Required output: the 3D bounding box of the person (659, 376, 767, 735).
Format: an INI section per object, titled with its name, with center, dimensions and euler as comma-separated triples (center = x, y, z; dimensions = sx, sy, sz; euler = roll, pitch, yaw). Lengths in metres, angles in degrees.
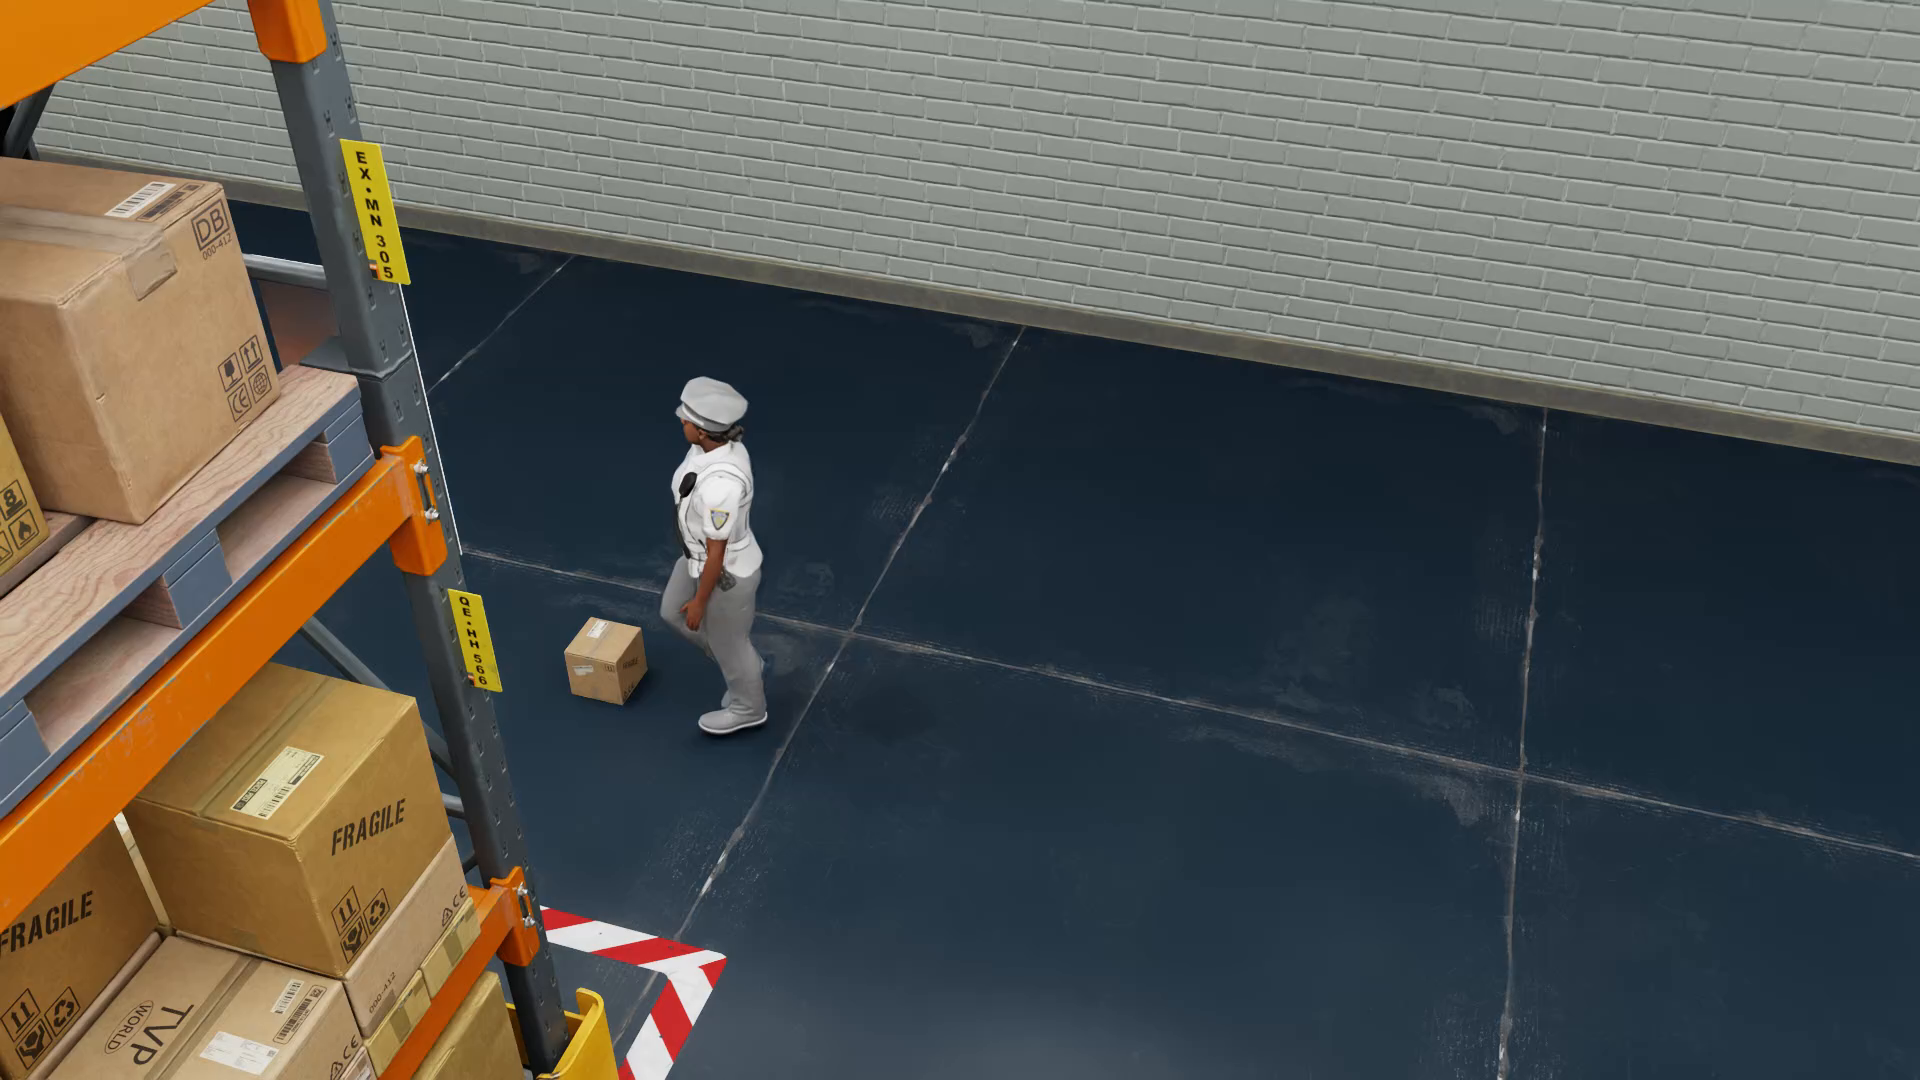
[person]
center = -1.010, 0.114, 6.707
dimensions = 0.435, 1.703, 0.466
euler = -10, 38, -12
